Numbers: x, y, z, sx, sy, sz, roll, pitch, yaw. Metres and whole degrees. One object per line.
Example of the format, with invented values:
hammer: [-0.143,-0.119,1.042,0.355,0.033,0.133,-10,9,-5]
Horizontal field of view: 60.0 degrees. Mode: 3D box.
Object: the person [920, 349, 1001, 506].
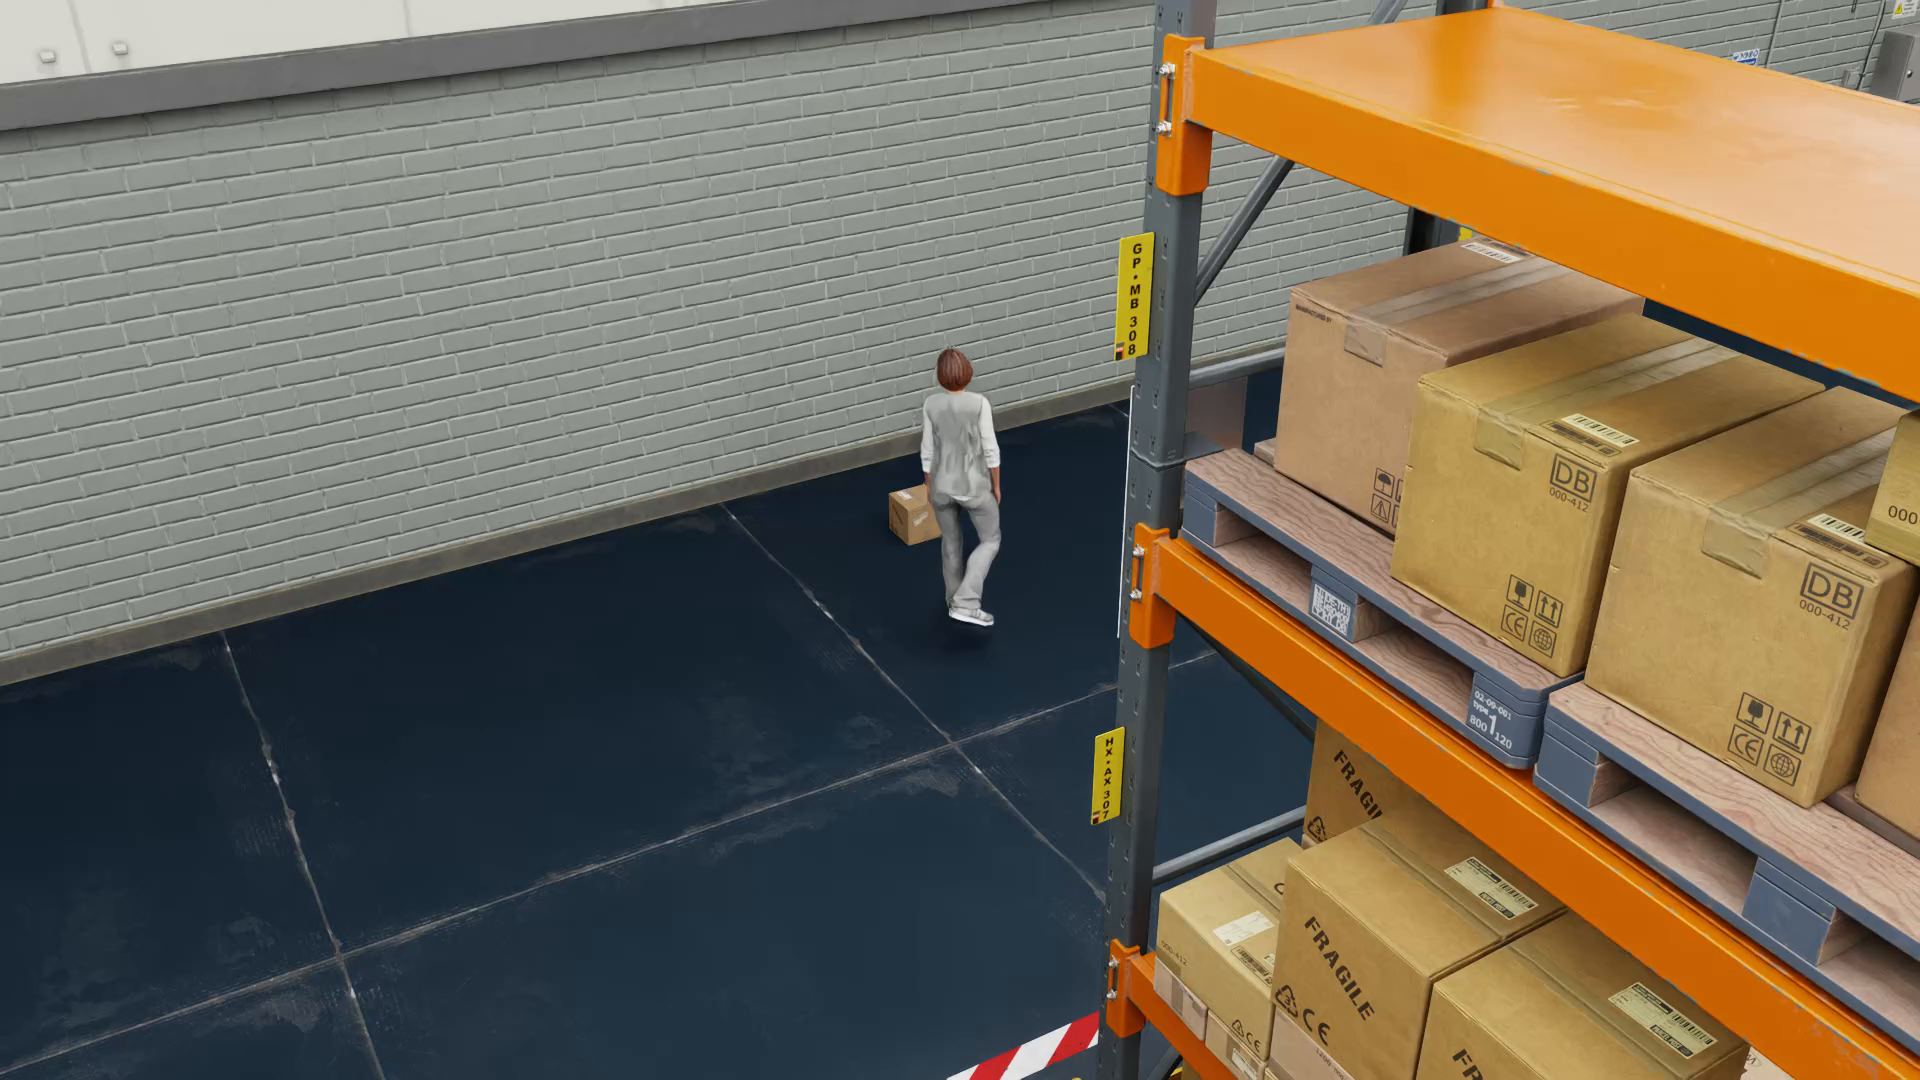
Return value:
person: [0.002,-0.560,8.872,0.440,0.938,0.328,8,30,13]
